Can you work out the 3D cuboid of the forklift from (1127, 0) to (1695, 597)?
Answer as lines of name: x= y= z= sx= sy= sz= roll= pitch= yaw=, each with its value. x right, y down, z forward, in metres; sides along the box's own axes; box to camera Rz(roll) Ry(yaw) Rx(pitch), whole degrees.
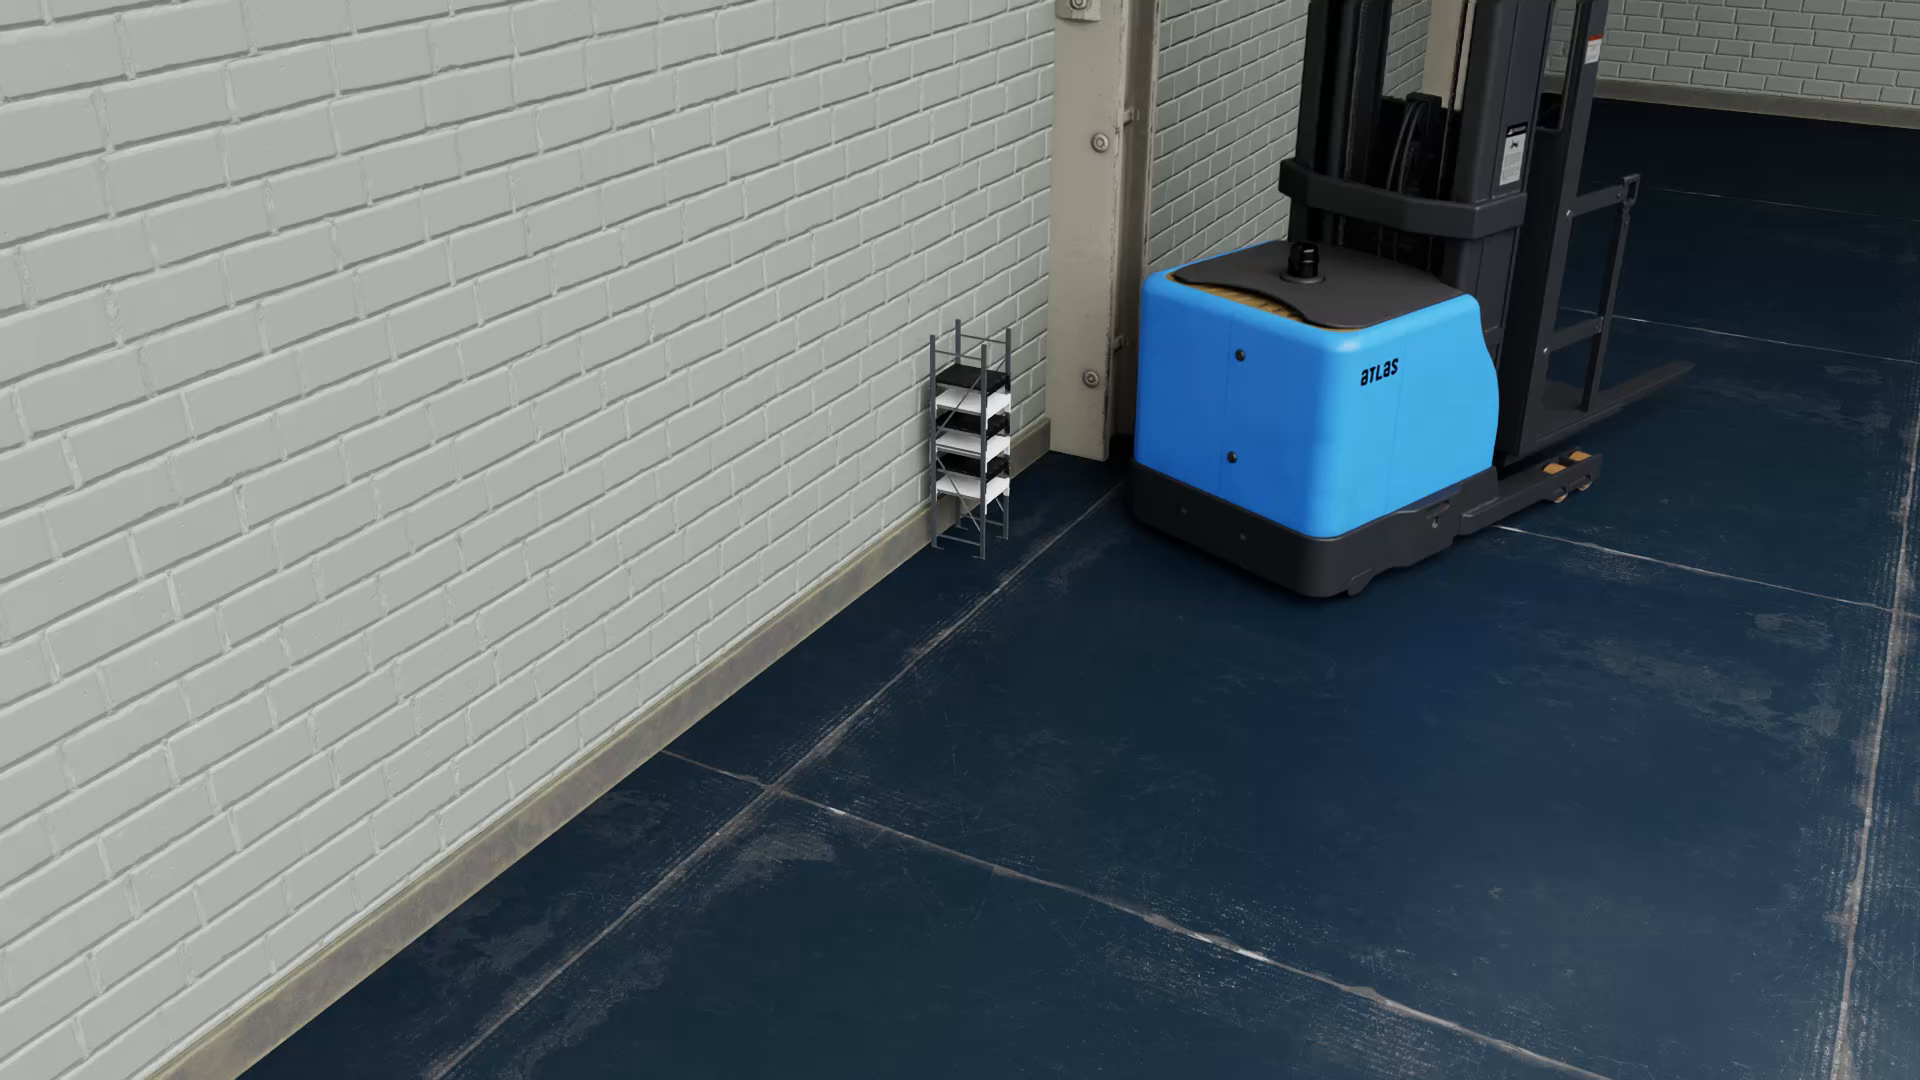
forklift: x=2.137 y=-1.630 z=6.731 sx=3.031 sy=2.935 sz=1.130 roll=-21 pitch=33 yaw=-35

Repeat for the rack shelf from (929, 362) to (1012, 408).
rack shelf: x=0.041 y=-0.601 z=6.416 sx=0.258 sy=0.077 sz=0.200 roll=14 pitch=30 yaw=25

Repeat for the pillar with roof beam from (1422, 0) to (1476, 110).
pillar with roof beam: x=7.308 y=-5.877 z=8.438 sx=9.100 sy=9.000 sz=0.400 roll=14 pitch=30 yaw=26

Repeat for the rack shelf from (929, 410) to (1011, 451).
rack shelf: x=0.041 y=-0.440 z=6.497 sx=0.258 sy=0.077 sz=0.200 roll=14 pitch=30 yaw=25

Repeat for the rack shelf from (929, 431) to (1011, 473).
rack shelf: x=0.041 y=-0.360 z=6.537 sx=0.258 sy=0.077 sz=0.200 roll=14 pitch=30 yaw=25

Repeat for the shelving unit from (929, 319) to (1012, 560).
shelving unit: x=0.041 y=-0.390 z=6.523 sx=0.258 sy=0.900 sz=0.210 roll=14 pitch=30 yaw=25

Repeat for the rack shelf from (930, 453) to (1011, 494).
rack shelf: x=0.040 y=-0.279 z=6.578 sx=0.258 sy=0.077 sz=0.200 roll=14 pitch=30 yaw=25

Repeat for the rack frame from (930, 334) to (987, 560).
rack frame: x=-0.008 y=-0.350 z=6.442 sx=0.240 sy=0.900 sz=0.006 roll=14 pitch=30 yaw=25

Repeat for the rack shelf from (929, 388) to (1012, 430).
rack shelf: x=0.041 y=-0.521 z=6.457 sx=0.258 sy=0.077 sz=0.200 roll=14 pitch=30 yaw=25

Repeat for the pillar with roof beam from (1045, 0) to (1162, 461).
pillar with roof beam: x=4.357 y=-3.539 z=3.767 sx=9.100 sy=9.000 sz=0.400 roll=14 pitch=30 yaw=26

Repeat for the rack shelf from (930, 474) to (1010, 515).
rack shelf: x=0.040 y=-0.199 z=6.618 sx=0.258 sy=0.077 sz=0.200 roll=14 pitch=30 yaw=25

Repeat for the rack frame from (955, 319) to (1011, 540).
rack frame: x=0.089 y=-0.430 z=6.603 sx=0.240 sy=0.900 sz=0.006 roll=14 pitch=30 yaw=25
